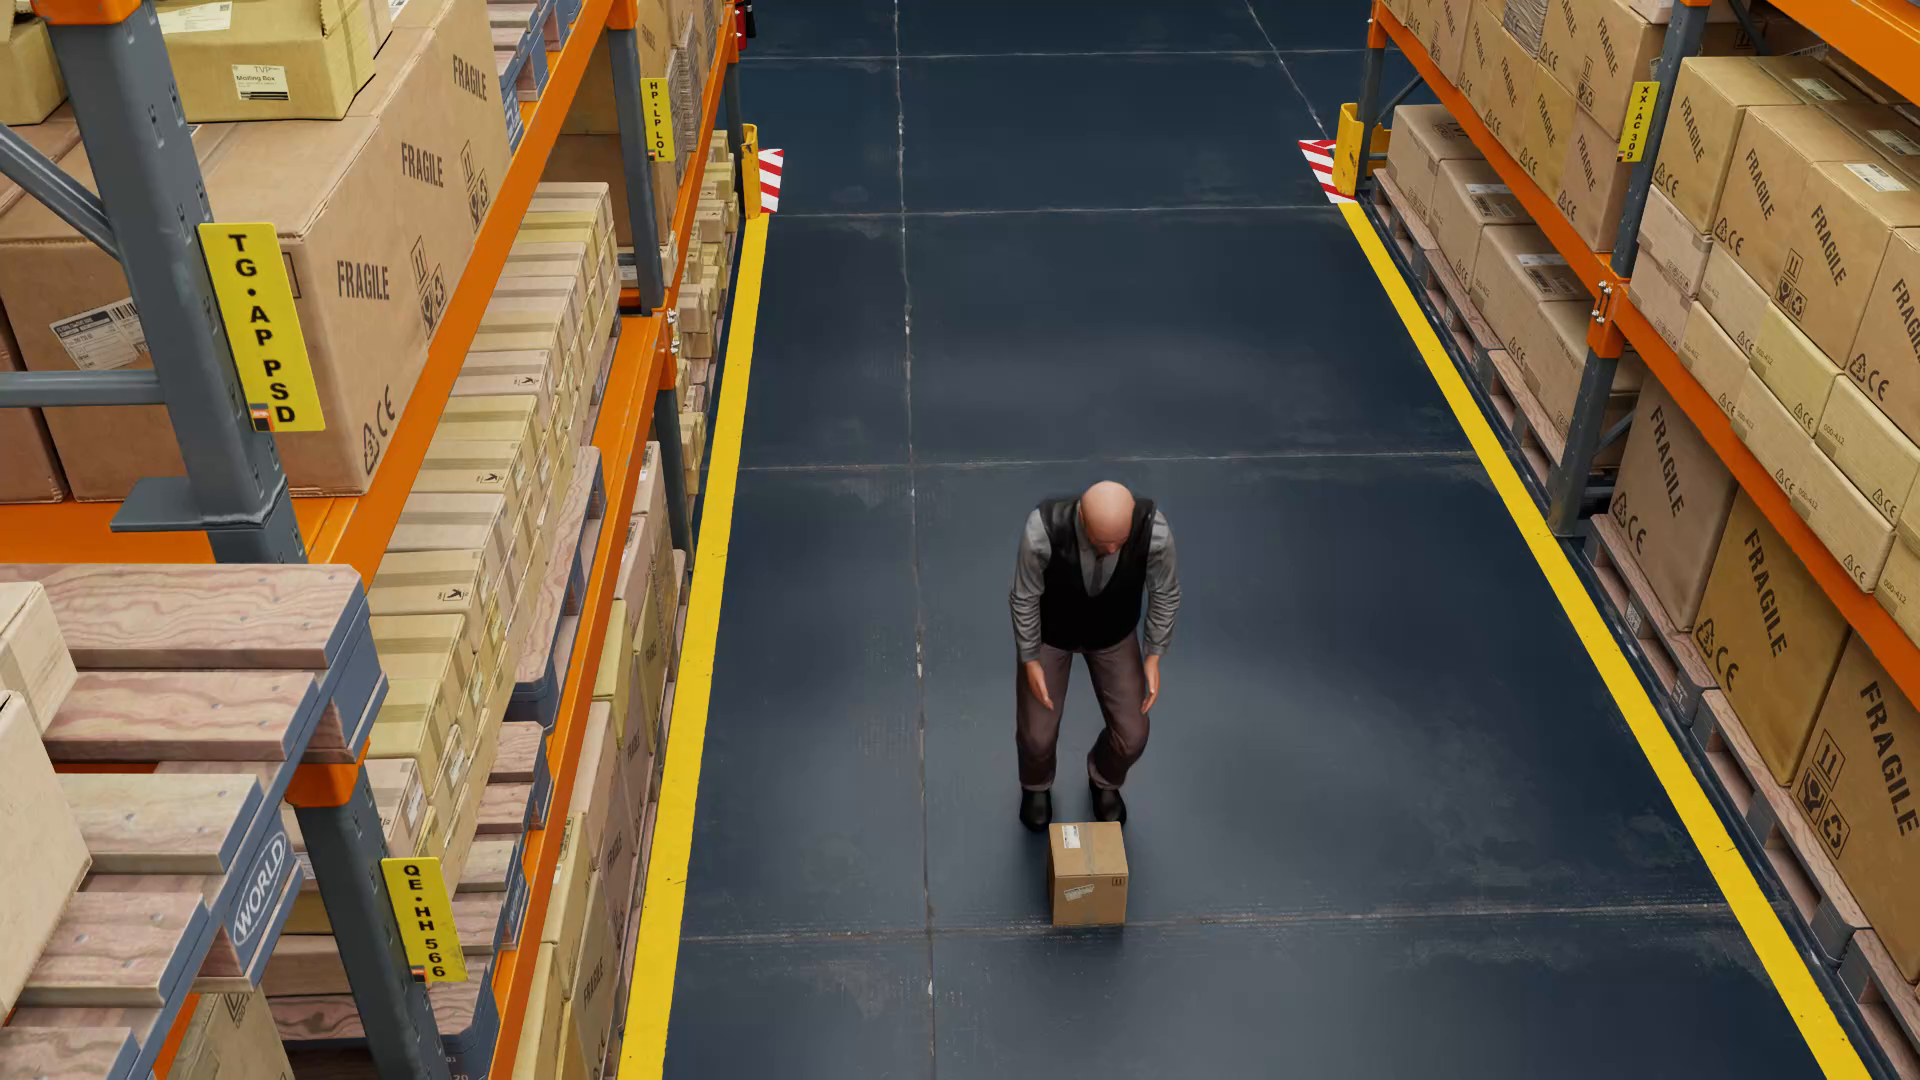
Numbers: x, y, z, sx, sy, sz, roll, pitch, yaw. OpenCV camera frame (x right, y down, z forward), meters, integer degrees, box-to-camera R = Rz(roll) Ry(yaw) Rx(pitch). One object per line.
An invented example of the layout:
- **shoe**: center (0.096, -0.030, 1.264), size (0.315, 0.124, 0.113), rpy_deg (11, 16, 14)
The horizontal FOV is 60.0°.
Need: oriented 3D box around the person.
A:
- **person**: center (0.455, 0.362, 5.803), size (0.583, 1.556, 0.579), rpy_deg (-1, 35, -2)
